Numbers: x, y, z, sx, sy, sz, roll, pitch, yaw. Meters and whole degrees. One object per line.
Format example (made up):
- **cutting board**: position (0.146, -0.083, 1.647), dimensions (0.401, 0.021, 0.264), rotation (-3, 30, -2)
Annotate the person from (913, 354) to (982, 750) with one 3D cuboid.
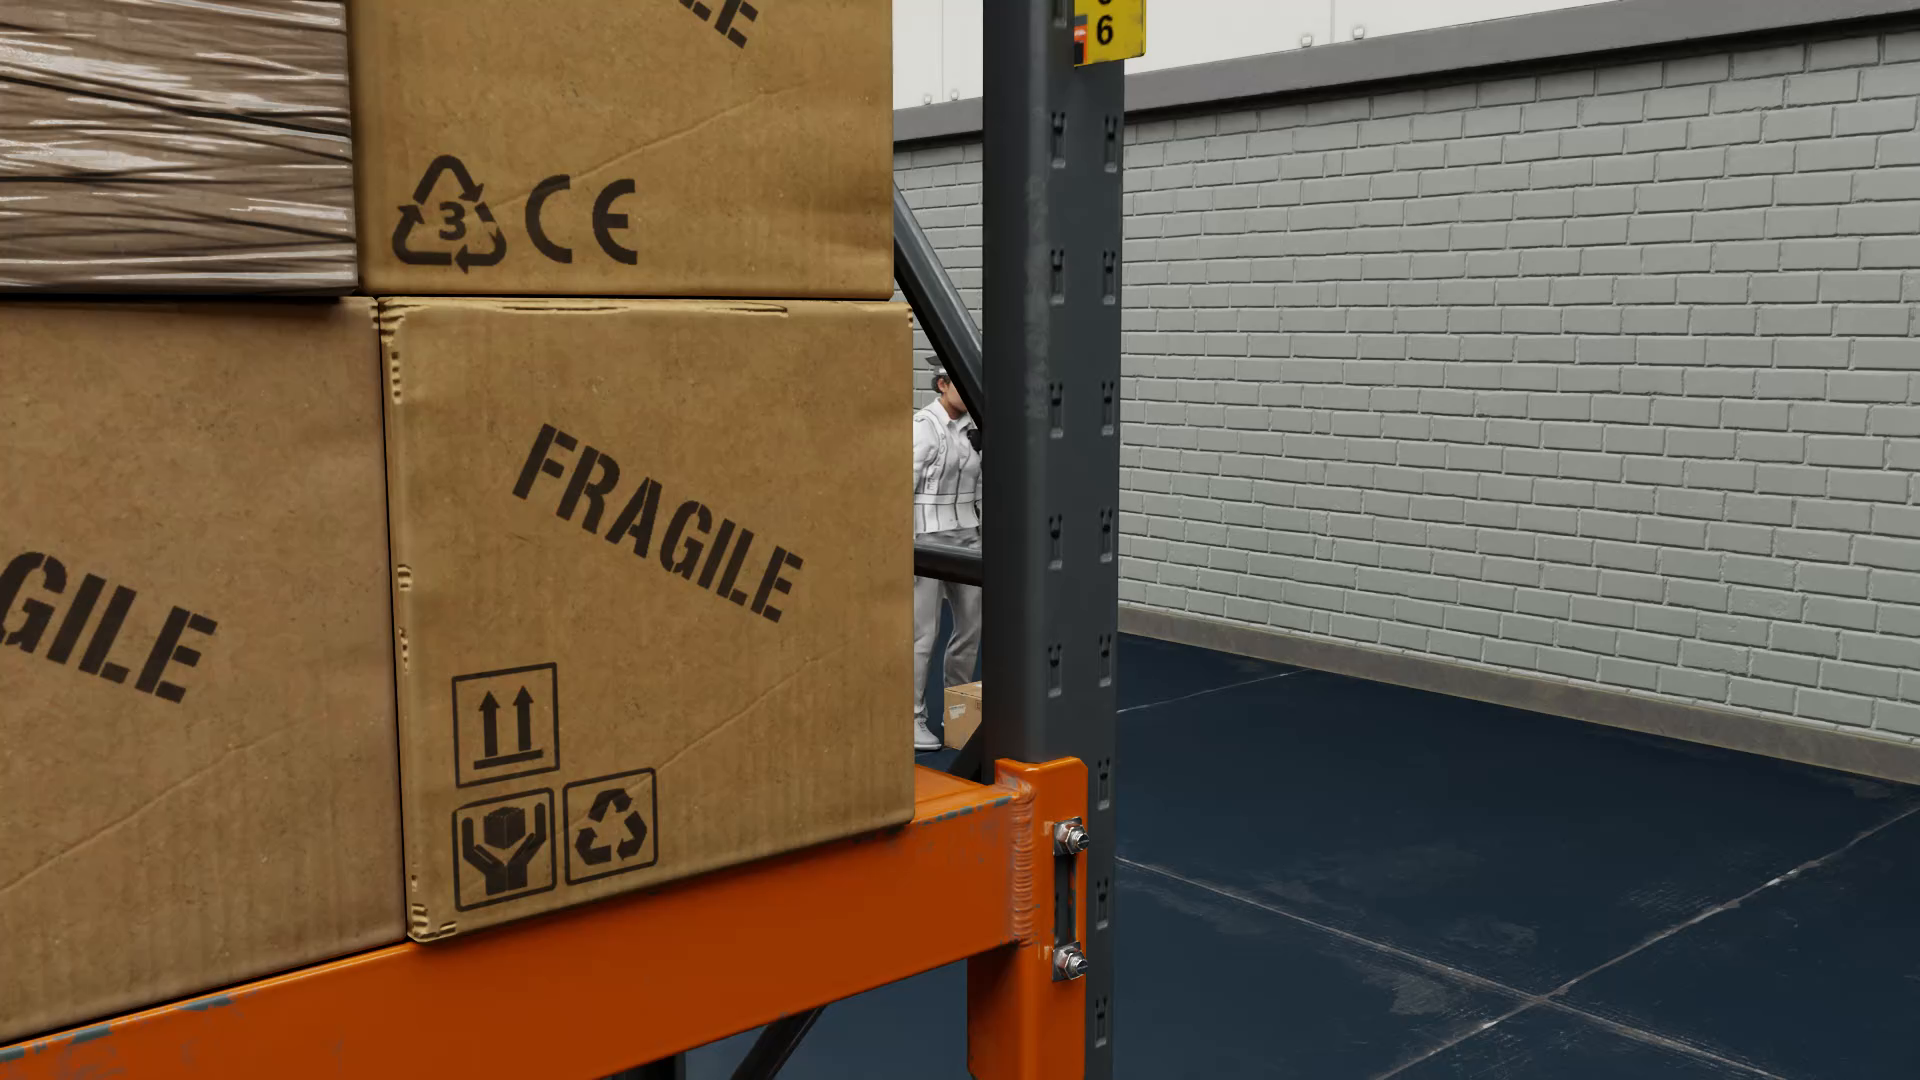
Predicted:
- **person**: position (-0.063, 0.026, 7.082), dimensions (0.526, 1.663, 0.375), rotation (-7, 10, -41)
